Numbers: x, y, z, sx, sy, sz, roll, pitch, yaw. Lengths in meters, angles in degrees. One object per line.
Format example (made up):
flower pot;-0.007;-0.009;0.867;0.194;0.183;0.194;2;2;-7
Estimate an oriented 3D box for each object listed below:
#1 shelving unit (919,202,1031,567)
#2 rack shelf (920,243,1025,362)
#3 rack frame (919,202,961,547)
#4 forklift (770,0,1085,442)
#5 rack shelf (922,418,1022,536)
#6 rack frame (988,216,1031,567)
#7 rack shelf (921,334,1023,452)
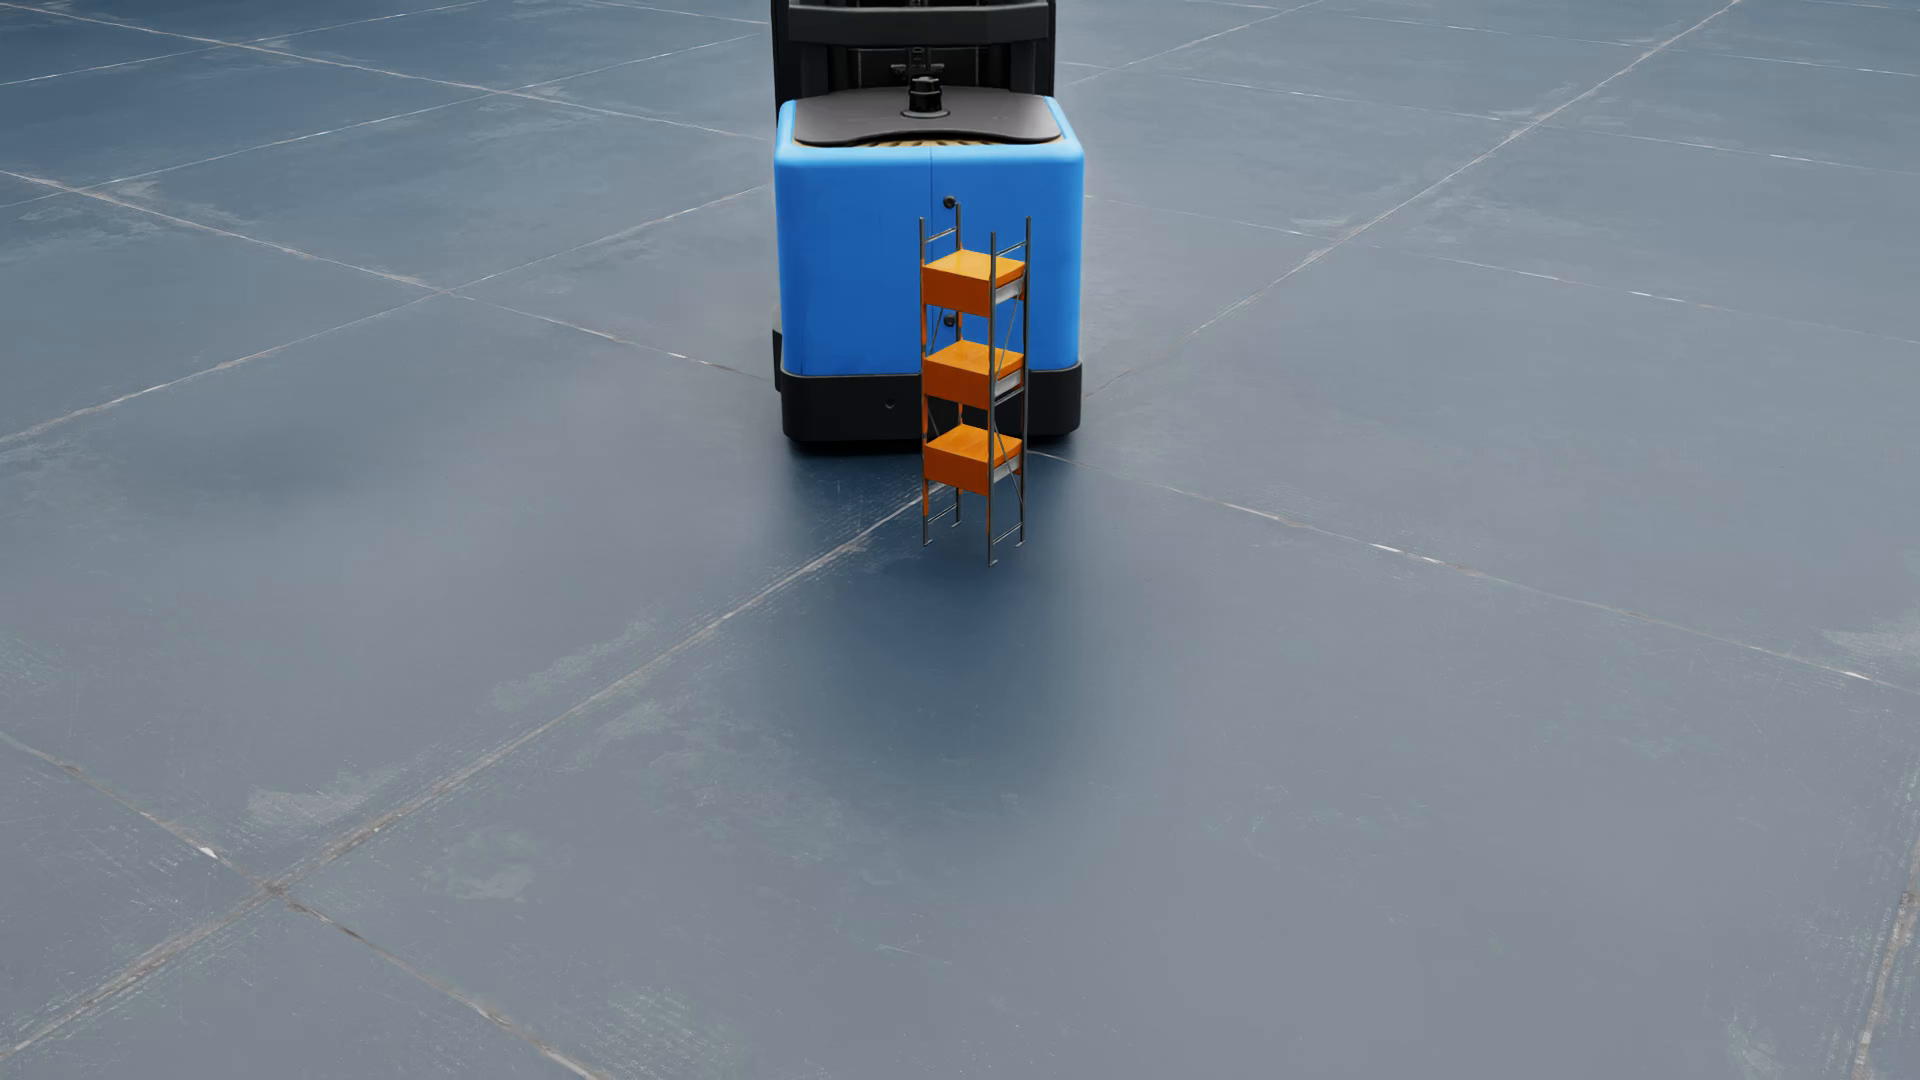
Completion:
shelving unit;0.044;-0.454;4.985;0.252;1.050;0.215;17;32;30
rack shelf;0.044;-0.698;4.861;0.240;0.259;0.215;17;32;30
rack frame;-0.056;-0.485;5.046;0.008;1.050;0.200;17;32;30
forklift;-0.195;-2.280;6.499;1.130;2.935;3.031;-2;27;-4
rack shelf;0.044;-0.197;5.116;0.240;0.259;0.215;17;32;30
rack frame;0.145;-0.423;4.923;0.008;1.050;0.200;17;32;30
rack shelf;0.044;-0.445;4.990;0.240;0.259;0.215;17;32;30
